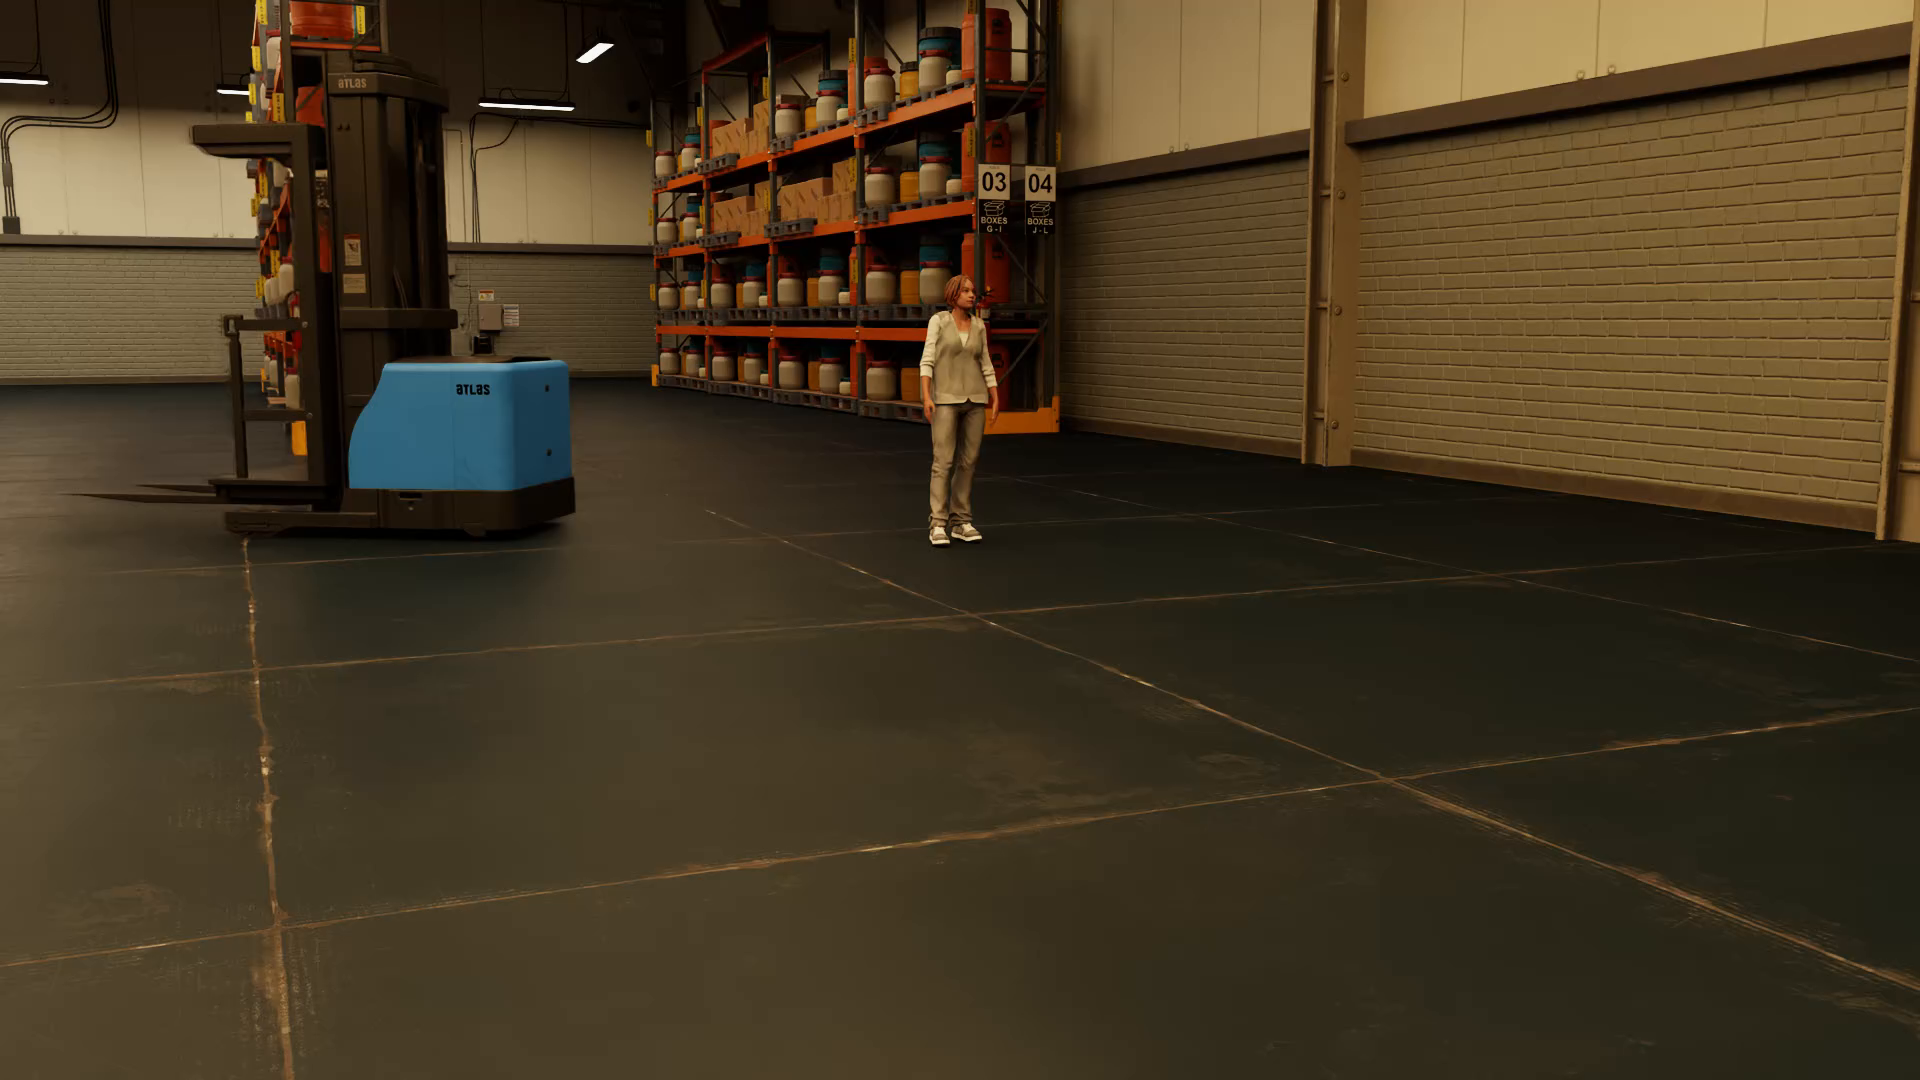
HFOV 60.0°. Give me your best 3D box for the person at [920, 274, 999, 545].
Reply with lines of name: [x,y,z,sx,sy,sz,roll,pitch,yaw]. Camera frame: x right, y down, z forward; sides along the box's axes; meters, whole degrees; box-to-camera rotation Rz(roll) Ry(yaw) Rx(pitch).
person: [0.017,-0.790,9.975,0.520,1.599,0.473,-3,8,-23]

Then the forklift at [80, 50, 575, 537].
forklift: [-4.102,-1.537,10.595,3.031,2.935,1.130,1,8,9]
